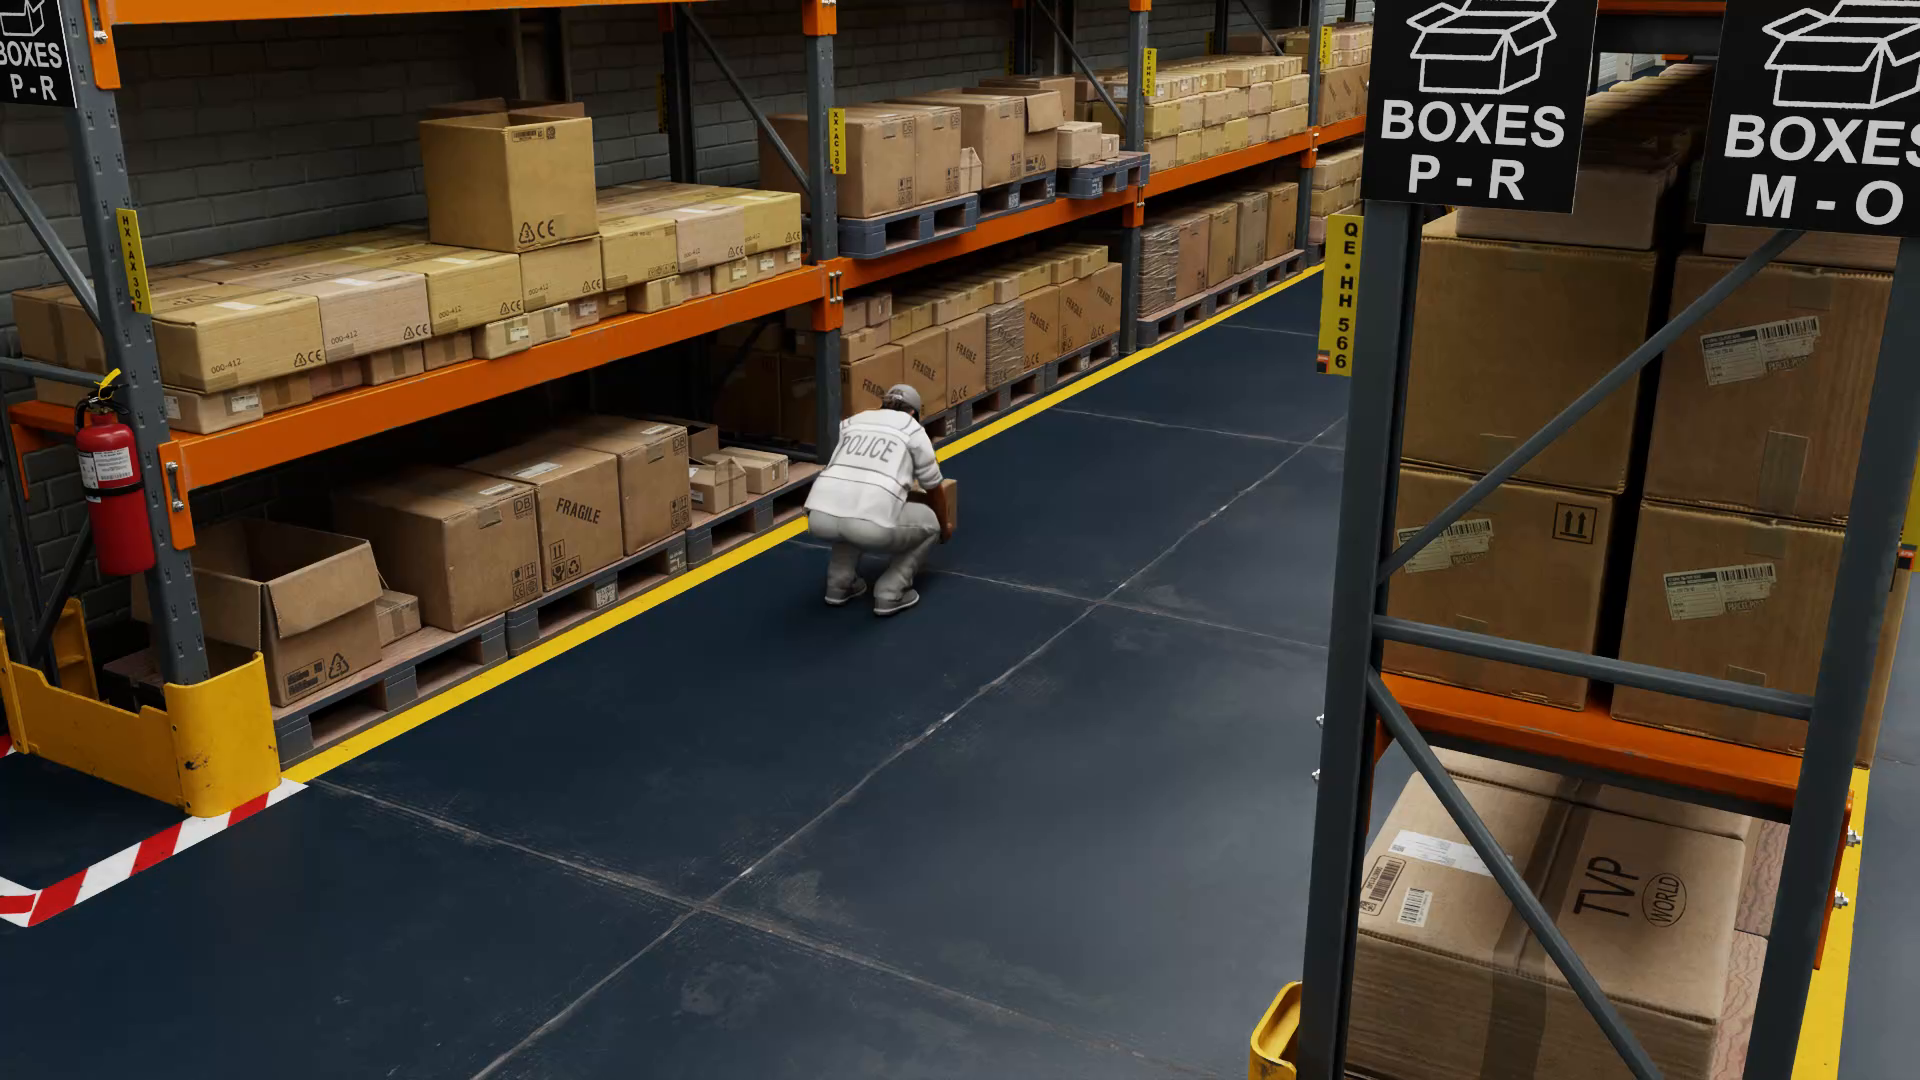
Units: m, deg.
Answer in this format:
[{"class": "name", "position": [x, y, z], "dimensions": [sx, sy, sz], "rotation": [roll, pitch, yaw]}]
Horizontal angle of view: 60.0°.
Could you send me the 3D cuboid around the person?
[{"class": "person", "position": [-0.373, -0.186, 7.673], "dimensions": [0.517, 0.950, 0.853], "rotation": [11, 22, 27]}]
